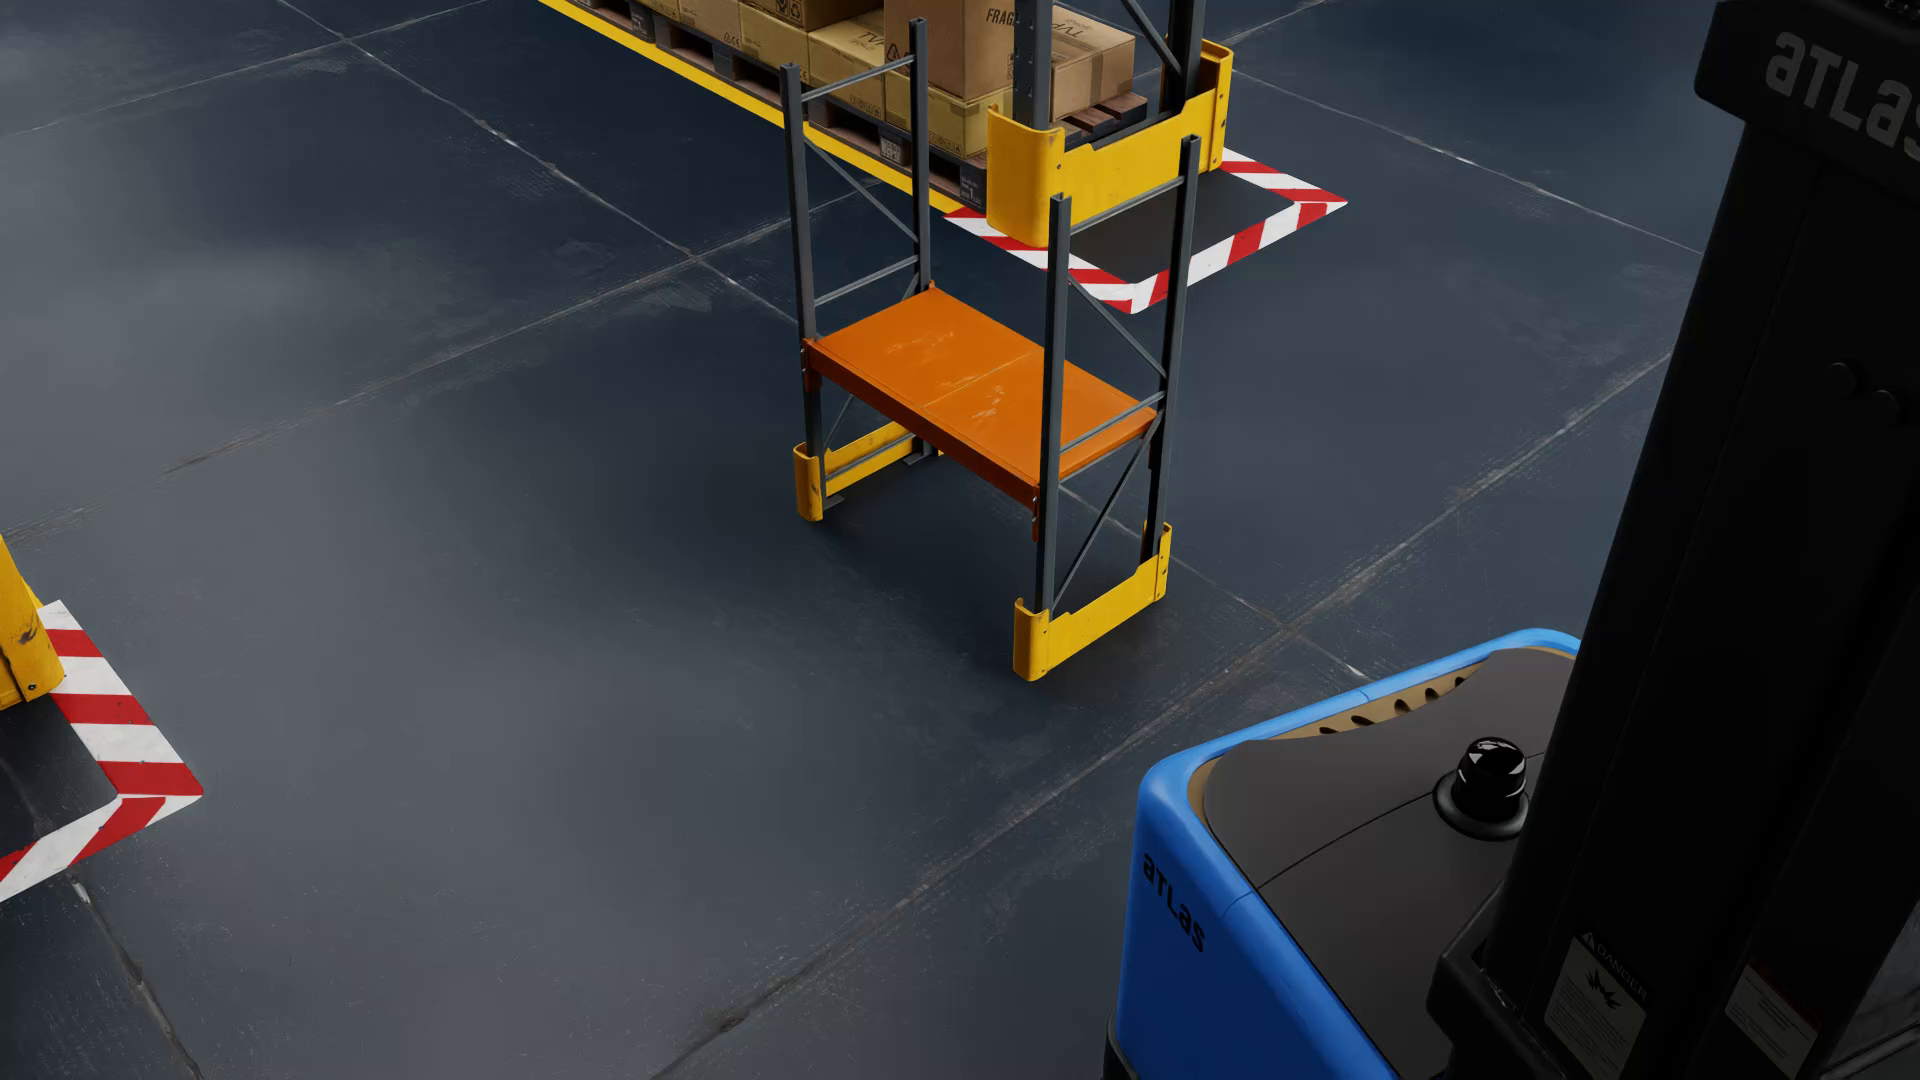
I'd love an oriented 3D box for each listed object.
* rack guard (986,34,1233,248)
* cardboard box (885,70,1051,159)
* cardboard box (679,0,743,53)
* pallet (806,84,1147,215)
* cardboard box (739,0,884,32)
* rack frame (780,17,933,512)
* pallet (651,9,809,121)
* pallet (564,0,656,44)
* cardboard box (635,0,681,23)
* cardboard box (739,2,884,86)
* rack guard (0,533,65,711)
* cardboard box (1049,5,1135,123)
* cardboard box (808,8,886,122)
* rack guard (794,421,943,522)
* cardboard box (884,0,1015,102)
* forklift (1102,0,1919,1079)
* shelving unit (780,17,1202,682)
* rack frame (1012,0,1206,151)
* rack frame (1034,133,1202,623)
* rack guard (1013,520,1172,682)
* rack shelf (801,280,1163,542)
[{"bbox_3d":[0.629,-1.683,6.936,1.175,0.500,0.348,-30,48,-32],"label":"rack guard"},{"bbox_3d":[0.033,-1.883,7.048,0.500,0.250,0.500,-30,48,-32],"label":"cardboard box"},{"bbox_3d":[-0.991,-2.572,7.901,0.500,0.250,0.500,-30,48,-32],"label":"cardboard box"},{"bbox_3d":[0.065,-1.918,7.457,1.003,0.211,1.213,-30,48,-32],"label":"pallet"},{"bbox_3d":[-0.656,-2.630,7.377,0.500,0.500,0.500,-30,48,-32],"label":"cardboard box"},{"bbox_3d":[-0.286,-0.779,5.021,0.500,1.500,0.032,-30,48,-32],"label":"rack frame"},{"bbox_3d":[-0.756,-2.482,8.155,1.003,0.211,1.213,-30,48,-32],"label":"pallet"},{"bbox_3d":[-1.585,-3.047,8.855,1.003,0.211,1.213,-30,48,-32],"label":"pallet"},{"bbox_3d":[-1.333,-2.801,8.185,0.500,0.250,0.500,-30,48,-32],"label":"cardboard box"},{"bbox_3d":[-0.654,-2.340,7.614,0.500,0.250,0.500,-30,48,-32],"label":"cardboard box"},{"bbox_3d":[-3.085,0.378,4.385,1.175,0.500,0.348,-30,48,-32],"label":"rack guard"},{"bbox_3d":[0.414,-2.103,7.321,0.500,0.250,0.500,-30,48,-32],"label":"cardboard box"},{"bbox_3d":[-0.314,-2.109,7.328,0.500,0.250,0.500,-30,48,-32],"label":"cardboard box"},{"bbox_3d":[-0.285,-0.292,5.413,0.587,0.250,0.087,-30,48,-32],"label":"rack guard"},{"bbox_3d":[0.031,-2.174,6.811,0.500,0.500,0.500,-30,48,-32],"label":"cardboard box"},{"bbox_3d":[1.391,0.819,1.904,1.130,2.935,3.031,-16,42,-19],"label":"forklift"},{"bbox_3d":[0.052,-0.548,4.735,0.587,1.500,1.083,-30,48,-32],"label":"shelving unit"},{"bbox_3d":[0.613,-2.667,6.164,1.000,3.000,0.127,-30,48,-32],"label":"rack frame"},{"bbox_3d":[0.402,-0.309,4.439,0.500,1.500,0.032,-30,48,-32],"label":"rack frame"},{"bbox_3d":[0.388,0.169,4.842,0.587,0.250,0.087,-30,48,-32],"label":"rack guard"},{"bbox_3d":[0.058,-0.404,4.843,0.538,0.185,1.000,-30,48,-32],"label":"rack shelf"}]
